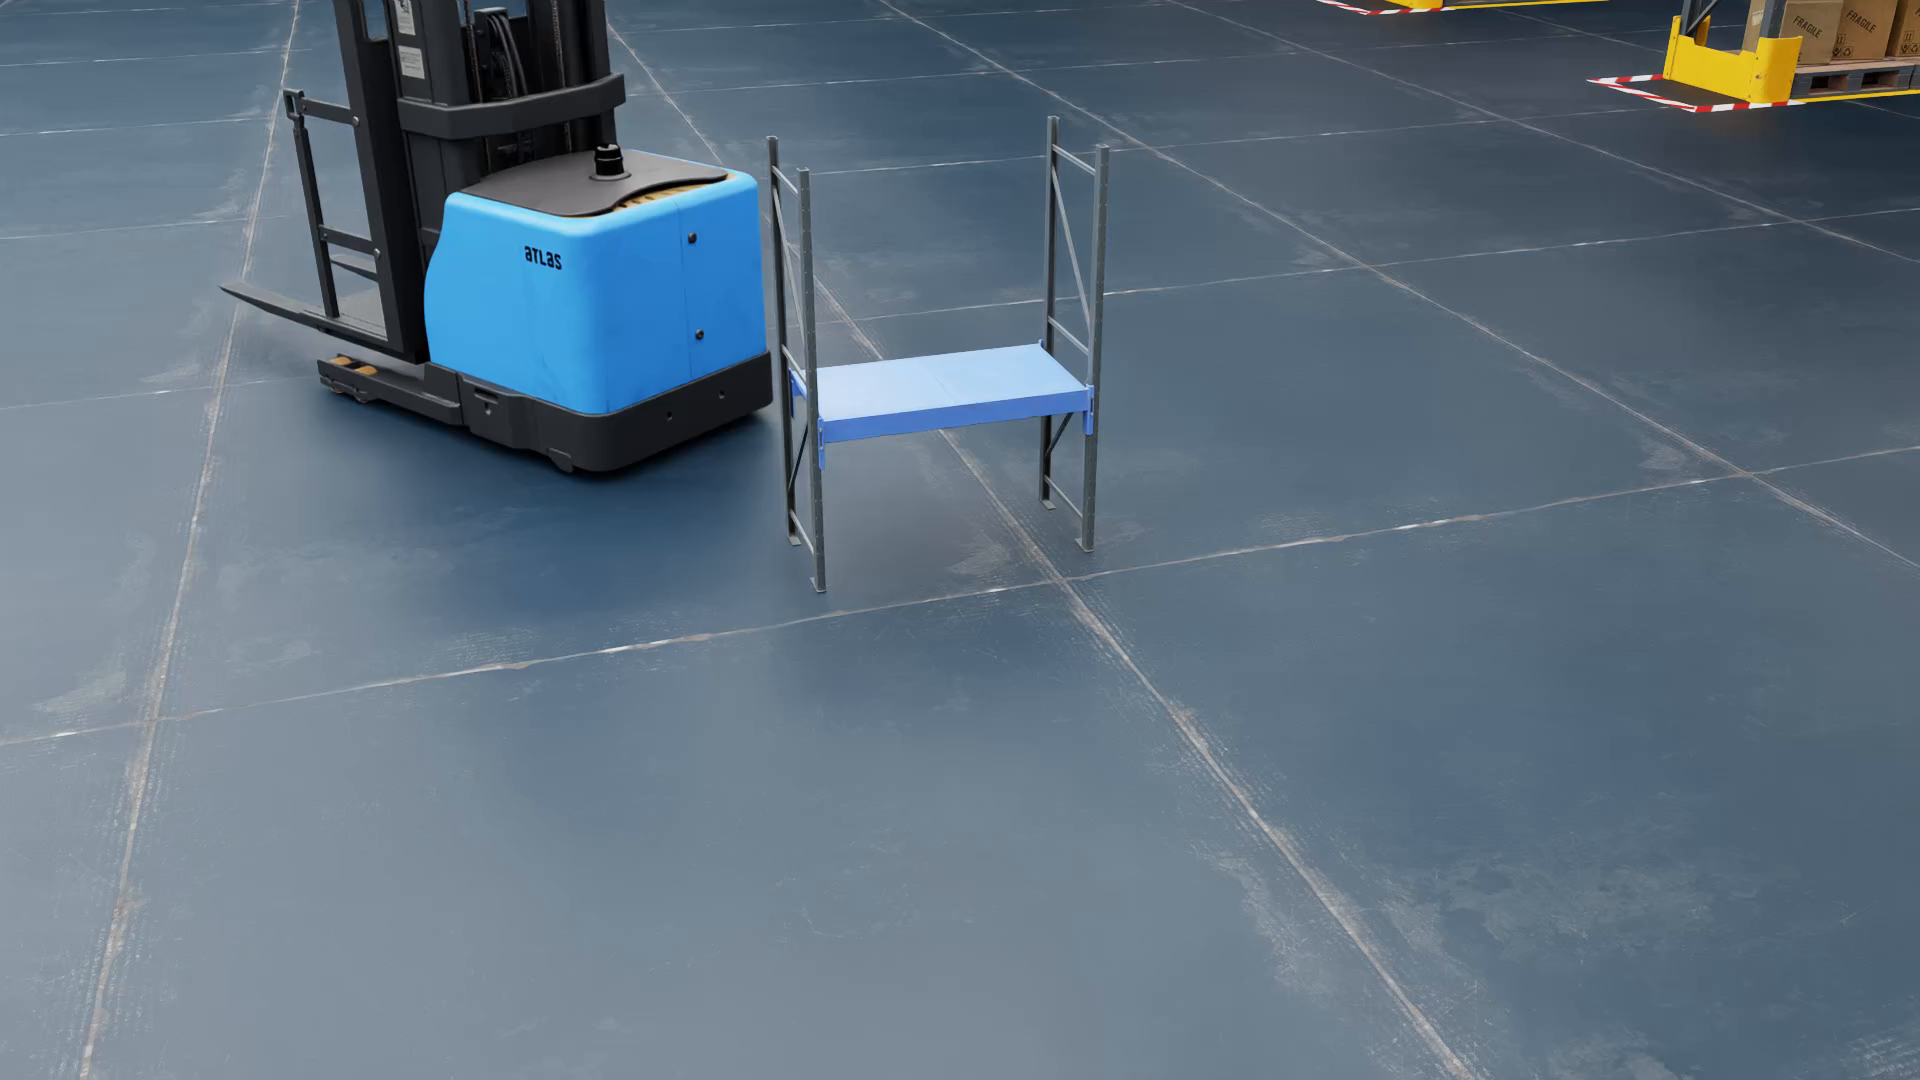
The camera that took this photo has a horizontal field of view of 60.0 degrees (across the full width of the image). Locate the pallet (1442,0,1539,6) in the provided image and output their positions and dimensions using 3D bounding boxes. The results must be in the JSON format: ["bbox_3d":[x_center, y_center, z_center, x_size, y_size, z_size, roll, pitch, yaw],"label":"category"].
[{"bbox_3d":[5.557,-6.060,18.219,1.213,0.211,1.003,-8,28,-16],"label":"pallet"}]

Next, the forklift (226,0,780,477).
[{"bbox_3d":[-2.255,-2.080,7.143,3.031,2.935,1.130,19,32,33],"label":"forklift"}]

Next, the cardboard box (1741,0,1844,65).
[{"bbox_3d":[6.858,-4.222,13.720,0.500,0.500,0.500,-3,27,-7],"label":"cardboard box"}]

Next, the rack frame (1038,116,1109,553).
[{"bbox_3d":[0.402,-0.730,6.034,0.032,1.500,0.500,-8,28,-16],"label":"rack frame"}]

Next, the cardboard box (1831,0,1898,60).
[{"bbox_3d":[7.416,-4.319,13.915,0.500,0.500,0.500,-1,26,-3],"label":"cardboard box"}]

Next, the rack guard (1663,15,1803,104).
[{"bbox_3d":[6.332,-3.966,13.676,0.348,0.500,1.175,-8,28,-16],"label":"rack guard"}]

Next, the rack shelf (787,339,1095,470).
[{"bbox_3d":[-0.081,-0.499,5.973,1.000,0.185,0.538,-8,28,-16],"label":"rack shelf"}]

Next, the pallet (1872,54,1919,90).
[{"bbox_3d":[8.273,-4.100,14.271,1.213,0.211,1.003,-8,28,-16],"label":"pallet"}]

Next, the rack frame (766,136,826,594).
[{"bbox_3d":[-0.564,-0.590,5.752,0.032,1.500,0.500,-8,28,-16],"label":"rack frame"}]

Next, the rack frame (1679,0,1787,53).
[{"bbox_3d":[6.259,-5.075,13.099,0.127,3.000,1.000,-8,28,-16],"label":"rack frame"}]

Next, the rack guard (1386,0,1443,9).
[{"bbox_3d":[4.783,-6.080,17.934,0.348,0.500,1.175,-8,28,-16],"label":"rack guard"}]

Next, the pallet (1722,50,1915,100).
[{"bbox_3d":[7.115,-3.933,13.935,1.213,0.211,1.003,-8,28,-16],"label":"pallet"}]

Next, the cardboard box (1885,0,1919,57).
[{"bbox_3d":[8.017,-4.397,14.073,0.500,0.500,0.500,-6,27,-11],"label":"cardboard box"}]

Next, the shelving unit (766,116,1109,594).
[{"bbox_3d":[-0.081,-0.660,5.893,1.048,1.500,0.538,-8,28,-16],"label":"shelving unit"}]
